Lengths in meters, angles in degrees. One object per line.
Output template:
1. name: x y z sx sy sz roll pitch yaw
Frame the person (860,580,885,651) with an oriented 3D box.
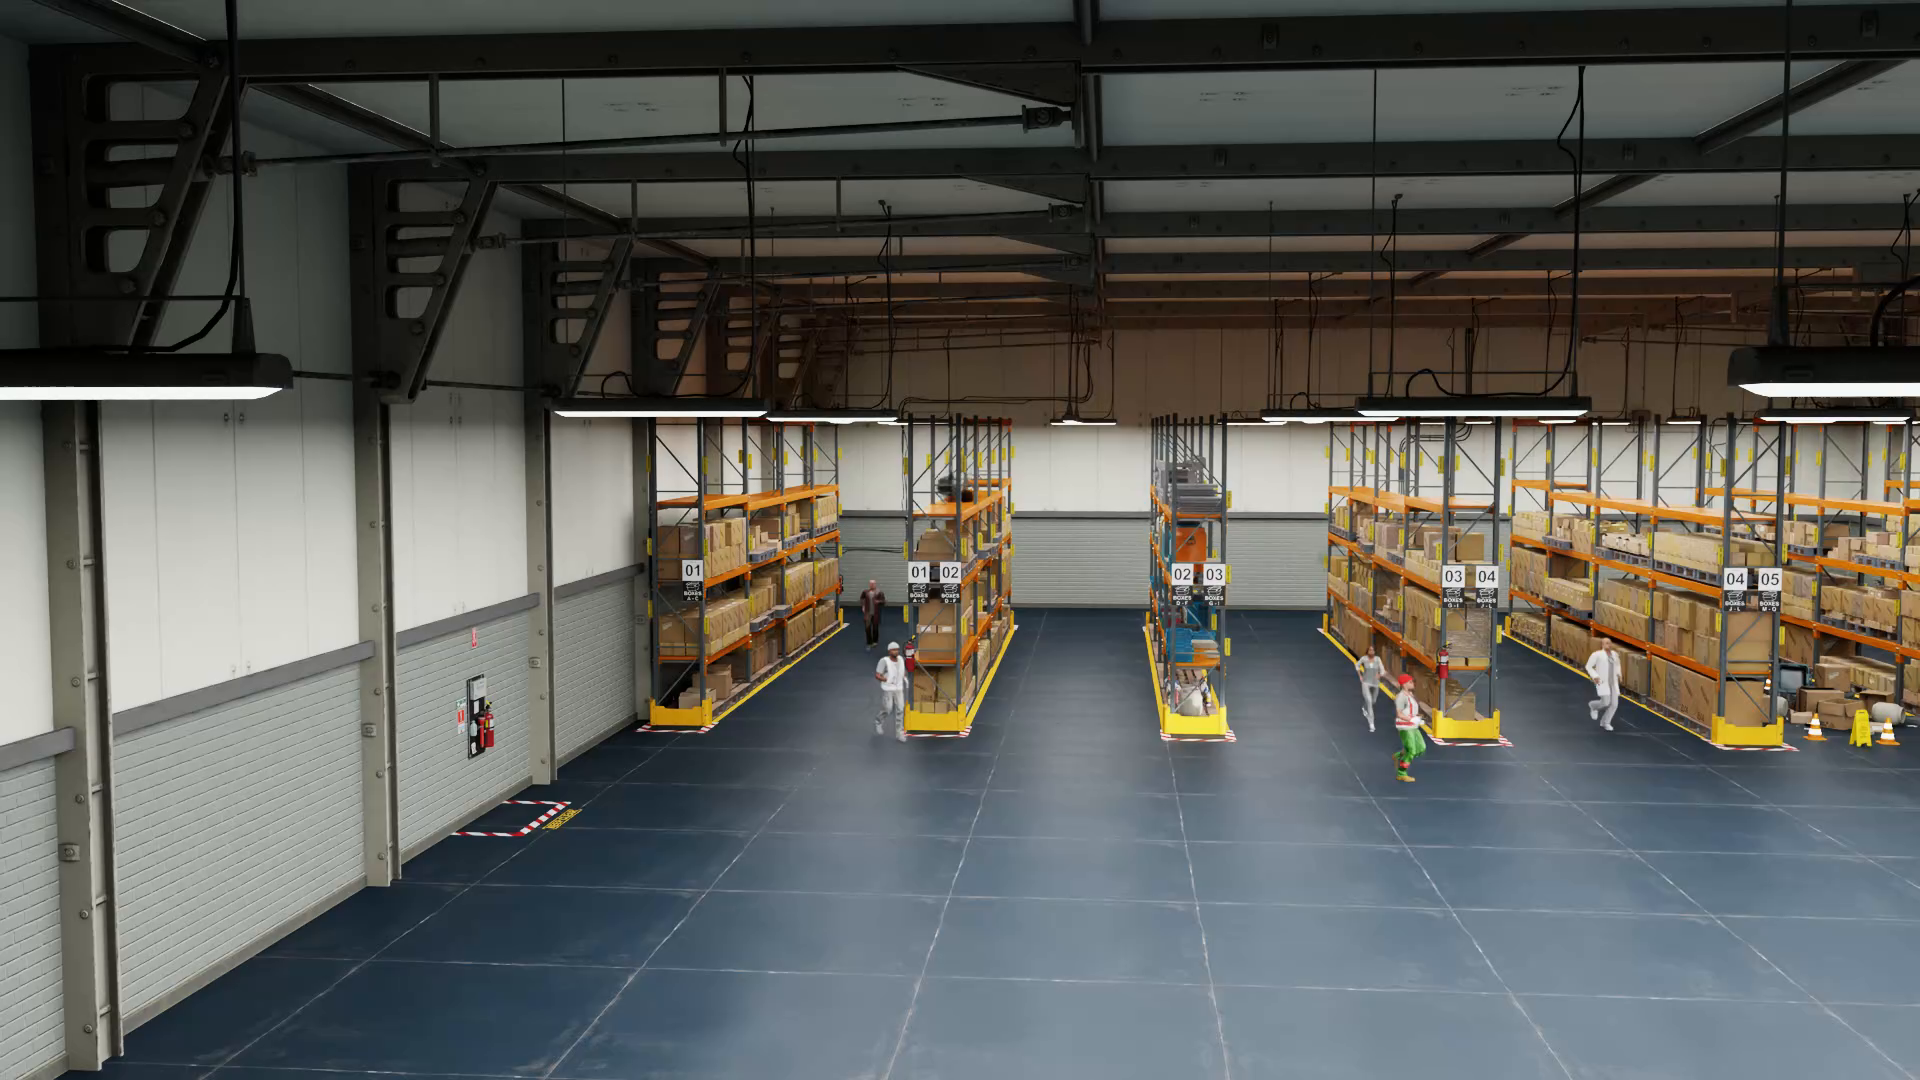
1. person: -2.263 1.946 42.966 0.682 1.841 0.801 0 4 1

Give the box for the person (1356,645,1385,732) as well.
1. person: 7.861 2.792 31.827 0.506 1.601 1.032 0 4 -2

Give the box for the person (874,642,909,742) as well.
1. person: -1.254 2.770 30.624 0.709 1.796 0.866 -3 5 -34

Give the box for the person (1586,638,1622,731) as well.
1. person: 12.323 2.738 31.745 0.724 1.752 0.583 -1 4 -12

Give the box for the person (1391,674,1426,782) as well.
1. person: 7.262 3.040 26.945 0.593 1.742 0.655 2 5 32
